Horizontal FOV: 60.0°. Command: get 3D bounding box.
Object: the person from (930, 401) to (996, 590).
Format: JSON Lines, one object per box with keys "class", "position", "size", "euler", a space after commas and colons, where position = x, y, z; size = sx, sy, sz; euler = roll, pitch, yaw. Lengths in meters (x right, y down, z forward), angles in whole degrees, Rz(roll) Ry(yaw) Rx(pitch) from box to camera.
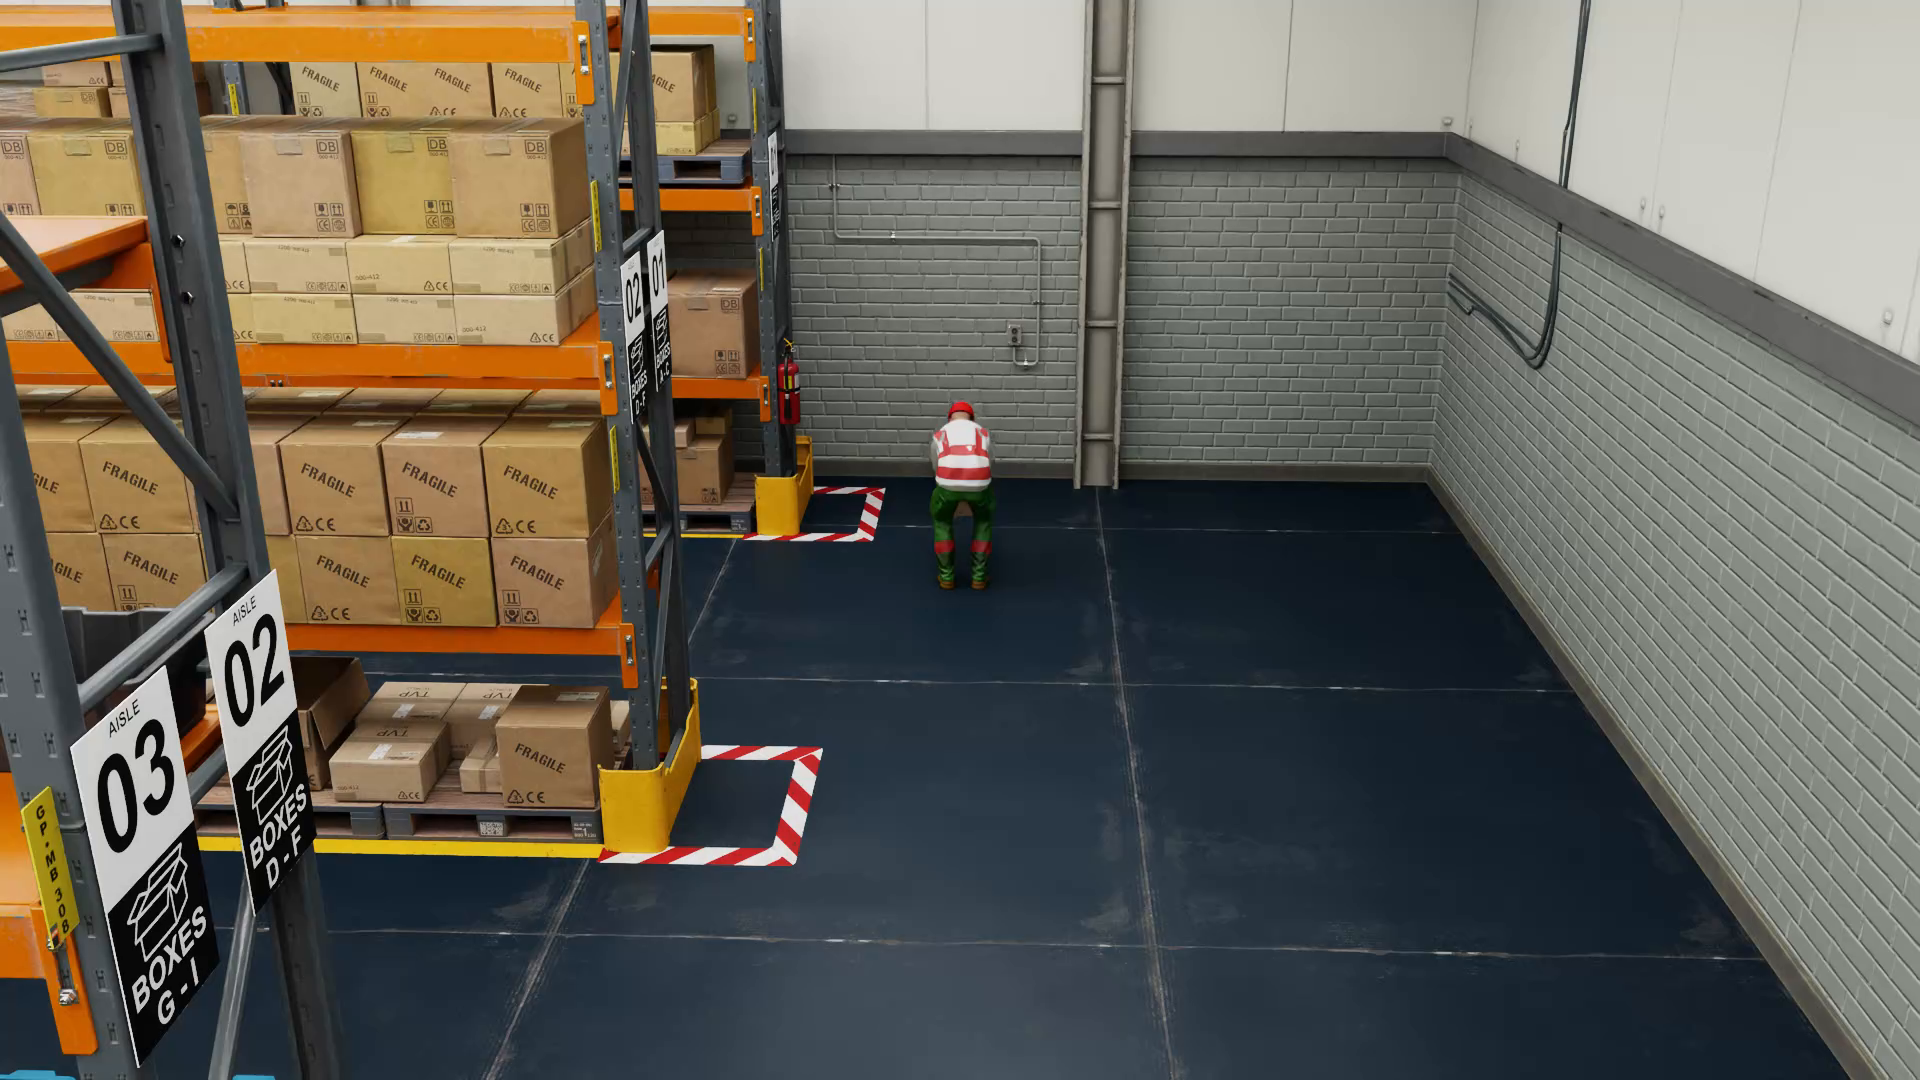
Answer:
{"class": "person", "position": [0.023, -0.341, 12.660], "size": [0.503, 1.288, 0.919], "euler": [0, 21, 0]}
